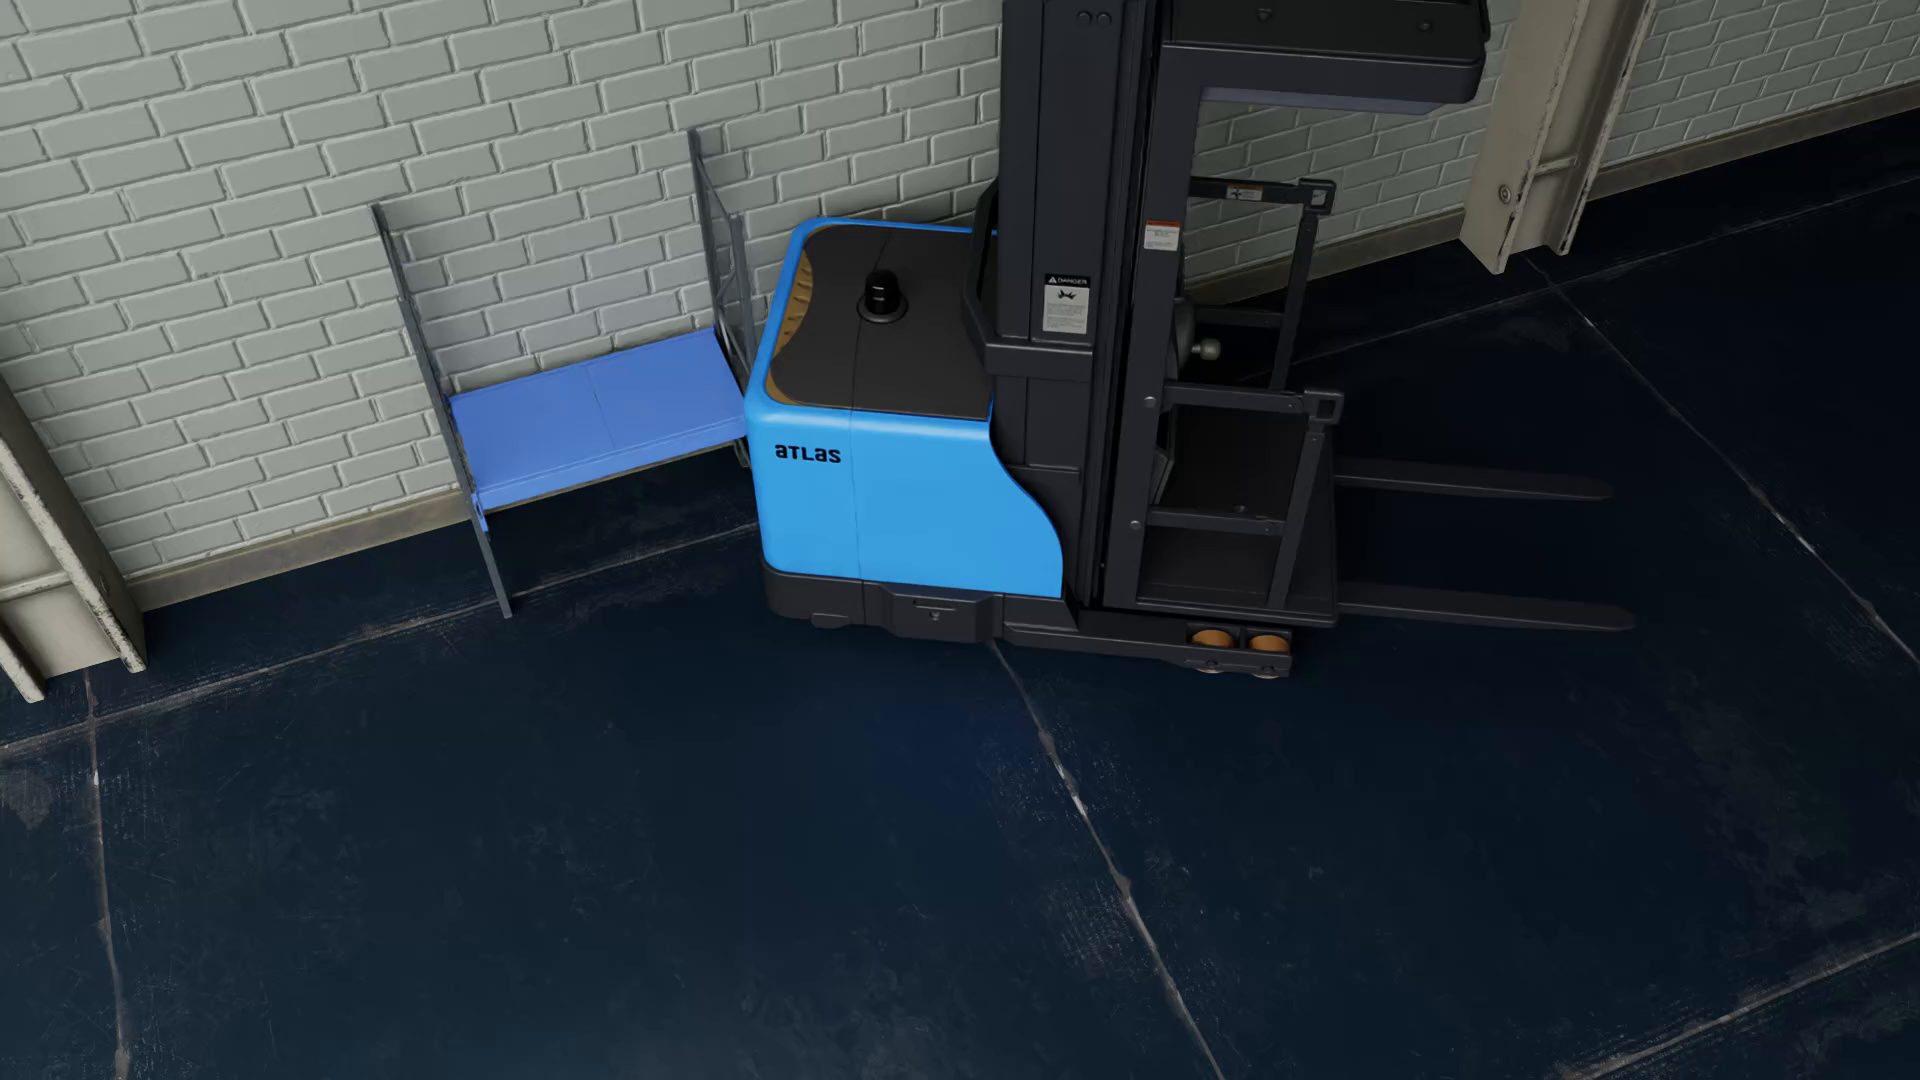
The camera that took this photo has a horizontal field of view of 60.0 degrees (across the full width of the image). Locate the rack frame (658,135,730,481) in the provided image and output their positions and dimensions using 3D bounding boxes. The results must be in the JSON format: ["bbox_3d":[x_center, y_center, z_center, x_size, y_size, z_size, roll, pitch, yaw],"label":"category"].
[{"bbox_3d":[-0.871,-0.646,5.816,0.032,1.500,0.500,-17,52,-14],"label":"rack frame"}]

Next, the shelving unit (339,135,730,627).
[{"bbox_3d":[-1.342,-0.500,5.691,1.048,1.500,0.538,-17,52,-14],"label":"shelving unit"}]

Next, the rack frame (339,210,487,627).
[{"bbox_3d":[-1.812,-0.354,5.566,0.032,1.500,0.500,-17,52,-14],"label":"rack frame"}]

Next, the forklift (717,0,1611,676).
[{"bbox_3d":[0.772,-0.907,5.097,3.031,2.935,1.130,5,50,4],"label":"forklift"}]

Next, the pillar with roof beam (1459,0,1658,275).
[{"bbox_3d":[4.077,-1.227,1.372,0.400,9.000,9.100,-17,52,-14],"label":"pillar with roof beam"}]

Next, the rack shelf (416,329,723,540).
[{"bbox_3d":[-1.342,-0.383,5.827,1.000,0.185,0.538,-17,52,-14],"label":"rack shelf"}]
